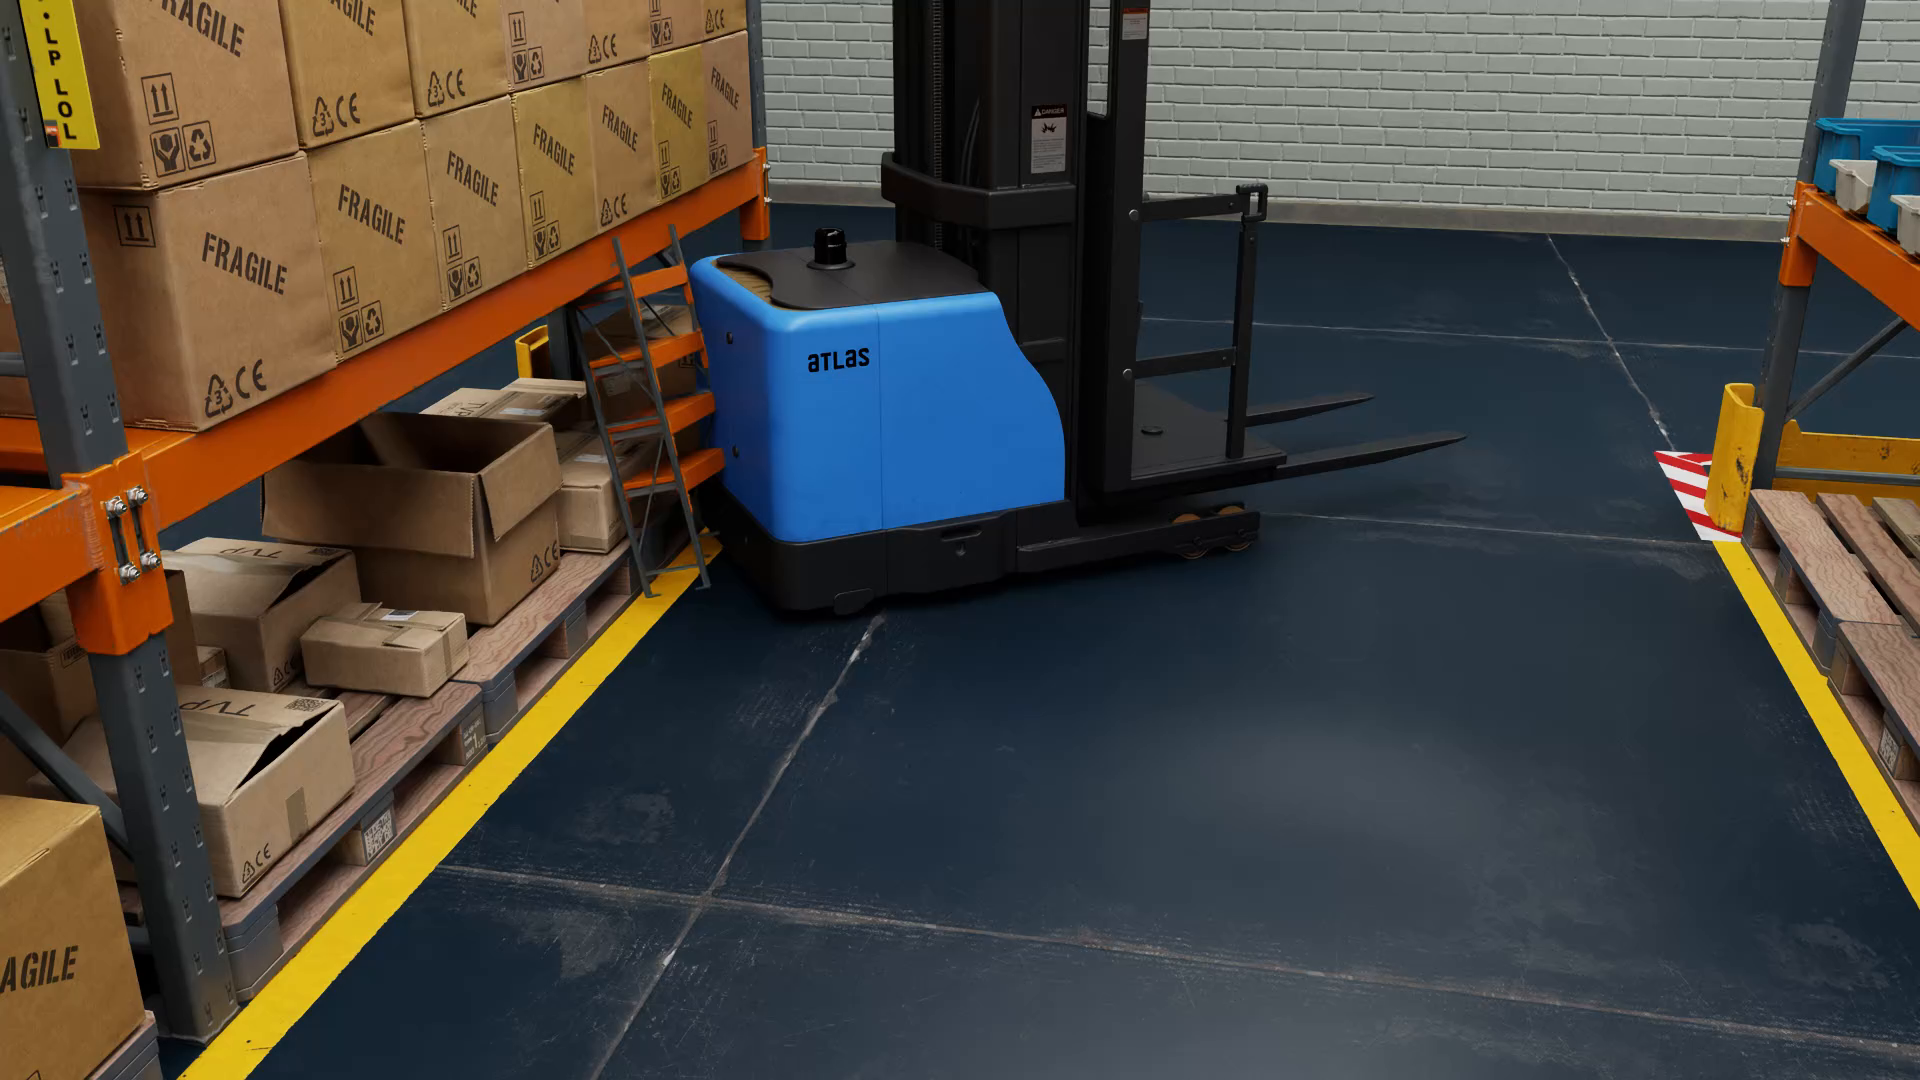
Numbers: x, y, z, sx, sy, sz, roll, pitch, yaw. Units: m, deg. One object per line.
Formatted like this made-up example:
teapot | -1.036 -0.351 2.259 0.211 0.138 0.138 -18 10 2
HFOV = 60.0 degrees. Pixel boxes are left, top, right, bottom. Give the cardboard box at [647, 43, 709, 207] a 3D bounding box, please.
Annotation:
cardboard box | -1.225 -1.484 5.888 0.500 0.500 0.500 5 22 11

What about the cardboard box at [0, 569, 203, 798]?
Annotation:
cardboard box | -2.275 0.377 4.160 0.500 0.500 0.500 4 22 11

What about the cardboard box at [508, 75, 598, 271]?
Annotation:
cardboard box | -1.435 -1.117 4.979 0.500 0.500 0.500 4 22 10

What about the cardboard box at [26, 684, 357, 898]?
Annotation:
cardboard box | -1.816 0.557 3.965 0.500 0.311 0.500 4 22 11

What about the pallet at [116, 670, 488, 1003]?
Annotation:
pallet | -1.972 0.694 4.349 1.003 0.211 1.213 4 22 11

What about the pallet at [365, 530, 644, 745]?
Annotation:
pallet | -1.726 0.246 5.460 1.003 0.211 1.213 4 22 11

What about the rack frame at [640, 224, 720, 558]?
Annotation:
rack frame | -0.989 -0.520 6.000 0.240 1.200 0.015 -9 13 15

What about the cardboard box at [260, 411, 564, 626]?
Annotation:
cardboard box | -1.735 -0.082 5.296 0.797 0.503 0.637 4 22 11

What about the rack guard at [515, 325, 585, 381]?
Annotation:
rack guard | -1.313 -0.624 7.235 1.175 0.500 0.348 4 22 11

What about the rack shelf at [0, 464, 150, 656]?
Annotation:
rack shelf | -2.522 0.716 1.523 1.077 0.370 4.000 4 22 11

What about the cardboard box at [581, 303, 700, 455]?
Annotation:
cardboard box | -1.167 -0.639 6.681 0.500 0.500 0.500 4 22 11

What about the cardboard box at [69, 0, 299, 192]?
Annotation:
cardboard box | -1.742 -1.010 3.374 0.500 0.500 0.500 5 22 12

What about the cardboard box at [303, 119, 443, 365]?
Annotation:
cardboard box | -1.641 -0.748 4.063 0.500 0.500 0.500 5 22 12

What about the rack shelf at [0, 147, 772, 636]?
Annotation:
rack shelf | -1.705 -0.747 5.155 1.077 0.370 4.000 4 22 11

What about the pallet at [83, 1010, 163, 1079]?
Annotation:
pallet | -2.242 1.245 2.980 1.003 0.211 1.213 4 22 11

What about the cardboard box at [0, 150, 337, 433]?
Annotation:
cardboard box | -1.743 -0.561 3.597 0.500 0.500 0.500 5 22 12

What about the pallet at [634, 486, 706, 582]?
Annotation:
pallet | -1.474 -0.199 6.565 1.003 0.211 1.213 4 22 11

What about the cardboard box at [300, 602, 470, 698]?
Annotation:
cardboard box | -1.649 0.307 4.779 0.380 0.166 0.250 4 22 11

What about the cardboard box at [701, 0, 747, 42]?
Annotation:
cardboard box | -1.119 -2.138 6.175 0.500 0.500 0.500 4 22 10

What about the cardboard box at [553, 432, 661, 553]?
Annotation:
cardboard box | -1.390 -0.178 5.871 0.500 0.250 0.500 4 22 11

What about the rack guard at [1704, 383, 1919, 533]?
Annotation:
rack guard | 3.543 -0.283 6.387 1.175 0.500 0.348 4 22 11

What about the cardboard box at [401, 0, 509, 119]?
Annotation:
cardboard box | -1.532 -1.387 4.309 0.500 0.500 0.500 4 22 9

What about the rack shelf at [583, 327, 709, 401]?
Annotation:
rack shelf | -1.074 -0.605 5.736 0.258 0.148 0.480 -9 13 15

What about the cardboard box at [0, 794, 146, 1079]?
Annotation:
cardboard box | -1.934 0.809 3.087 0.500 0.500 0.500 4 22 11

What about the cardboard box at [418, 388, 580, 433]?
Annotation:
cardboard box | -1.788 -0.380 6.374 0.500 0.250 0.500 4 22 11

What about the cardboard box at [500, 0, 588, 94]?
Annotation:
cardboard box | -1.427 -1.576 4.778 0.500 0.500 0.500 5 23 13

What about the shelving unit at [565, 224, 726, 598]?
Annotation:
shelving unit | -1.040 -0.456 5.770 0.258 1.200 0.503 -9 13 15

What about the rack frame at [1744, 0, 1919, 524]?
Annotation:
rack frame | 3.551 -1.433 5.896 1.000 3.000 0.127 4 22 11

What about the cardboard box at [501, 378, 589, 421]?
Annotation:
cardboard box | -1.719 -0.566 6.972 0.380 0.149 0.250 4 22 11

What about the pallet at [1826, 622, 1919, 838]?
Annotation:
pallet | 3.094 0.604 4.571 1.003 0.211 1.213 4 22 11

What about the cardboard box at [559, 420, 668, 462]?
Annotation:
cardboard box | -1.338 -0.343 6.393 0.380 0.166 0.250 4 22 11

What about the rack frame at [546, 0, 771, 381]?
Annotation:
rack frame | -1.297 -1.812 6.837 1.000 3.000 0.127 4 22 11

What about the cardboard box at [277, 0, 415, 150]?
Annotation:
cardboard box | -1.637 -1.199 3.842 0.500 0.500 0.500 4 22 9

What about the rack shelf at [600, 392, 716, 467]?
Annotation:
rack shelf | -1.025 -0.392 5.784 0.258 0.148 0.480 -9 13 15

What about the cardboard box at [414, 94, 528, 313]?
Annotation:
cardboard box | -1.537 -0.931 4.517 0.500 0.500 0.500 4 22 11

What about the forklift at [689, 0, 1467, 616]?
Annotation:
forklift | 0.568 -1.457 6.047 3.031 2.935 1.130 -10 24 -23

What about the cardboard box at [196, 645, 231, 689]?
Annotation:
cardboard box | -2.257 0.398 4.578 0.380 0.149 0.250 4 22 11

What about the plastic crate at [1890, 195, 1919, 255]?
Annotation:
plastic crate | 2.894 -0.914 4.880 0.250 0.136 0.298 4 22 11

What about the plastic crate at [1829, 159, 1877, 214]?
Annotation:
plastic crate | 3.032 -1.162 5.496 0.250 0.136 0.298 4 22 11

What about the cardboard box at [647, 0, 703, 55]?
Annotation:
cardboard box | -1.221 -1.953 5.716 0.500 0.500 0.500 5 22 12

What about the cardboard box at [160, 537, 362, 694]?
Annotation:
cardboard box | -2.122 0.190 4.877 0.500 0.311 0.500 4 22 11

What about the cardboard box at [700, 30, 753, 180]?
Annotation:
cardboard box | -1.122 -1.674 6.360 0.500 0.500 0.500 5 23 13

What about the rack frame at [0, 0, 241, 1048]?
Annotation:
rack frame | -2.113 -0.349 3.205 1.000 3.000 0.127 4 22 11

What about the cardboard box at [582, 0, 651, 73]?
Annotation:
cardboard box | -1.322 -1.763 5.245 0.500 0.500 0.500 5 22 12

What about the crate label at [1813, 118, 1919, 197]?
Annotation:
crate label | 3.178 -1.318 5.754 0.416 0.233 0.303 4 22 11

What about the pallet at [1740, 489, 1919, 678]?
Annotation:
pallet | 3.345 0.159 5.675 1.003 0.211 1.213 4 22 11

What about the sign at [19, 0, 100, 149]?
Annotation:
sign | -1.569 -0.845 2.886 0.100 0.325 0.005 4 22 11

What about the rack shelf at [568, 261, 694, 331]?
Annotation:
rack shelf | -1.125 -0.830 5.684 0.258 0.148 0.480 -9 13 15

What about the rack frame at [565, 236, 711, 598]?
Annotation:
rack frame | -1.091 -0.392 5.540 0.240 1.200 0.015 -9 13 15

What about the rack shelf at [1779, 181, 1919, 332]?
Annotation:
rack shelf | 3.143 -0.368 4.214 1.077 0.370 4.000 4 22 11

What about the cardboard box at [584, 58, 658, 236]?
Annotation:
cardboard box | -1.332 -1.301 5.436 0.500 0.500 0.500 5 22 11

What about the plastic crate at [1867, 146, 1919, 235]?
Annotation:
plastic crate | 3.044 -1.077 5.156 0.416 0.233 0.300 4 22 11

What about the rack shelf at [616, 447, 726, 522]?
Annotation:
rack shelf | -0.982 -0.203 5.827 0.258 0.148 0.480 -9 13 15
